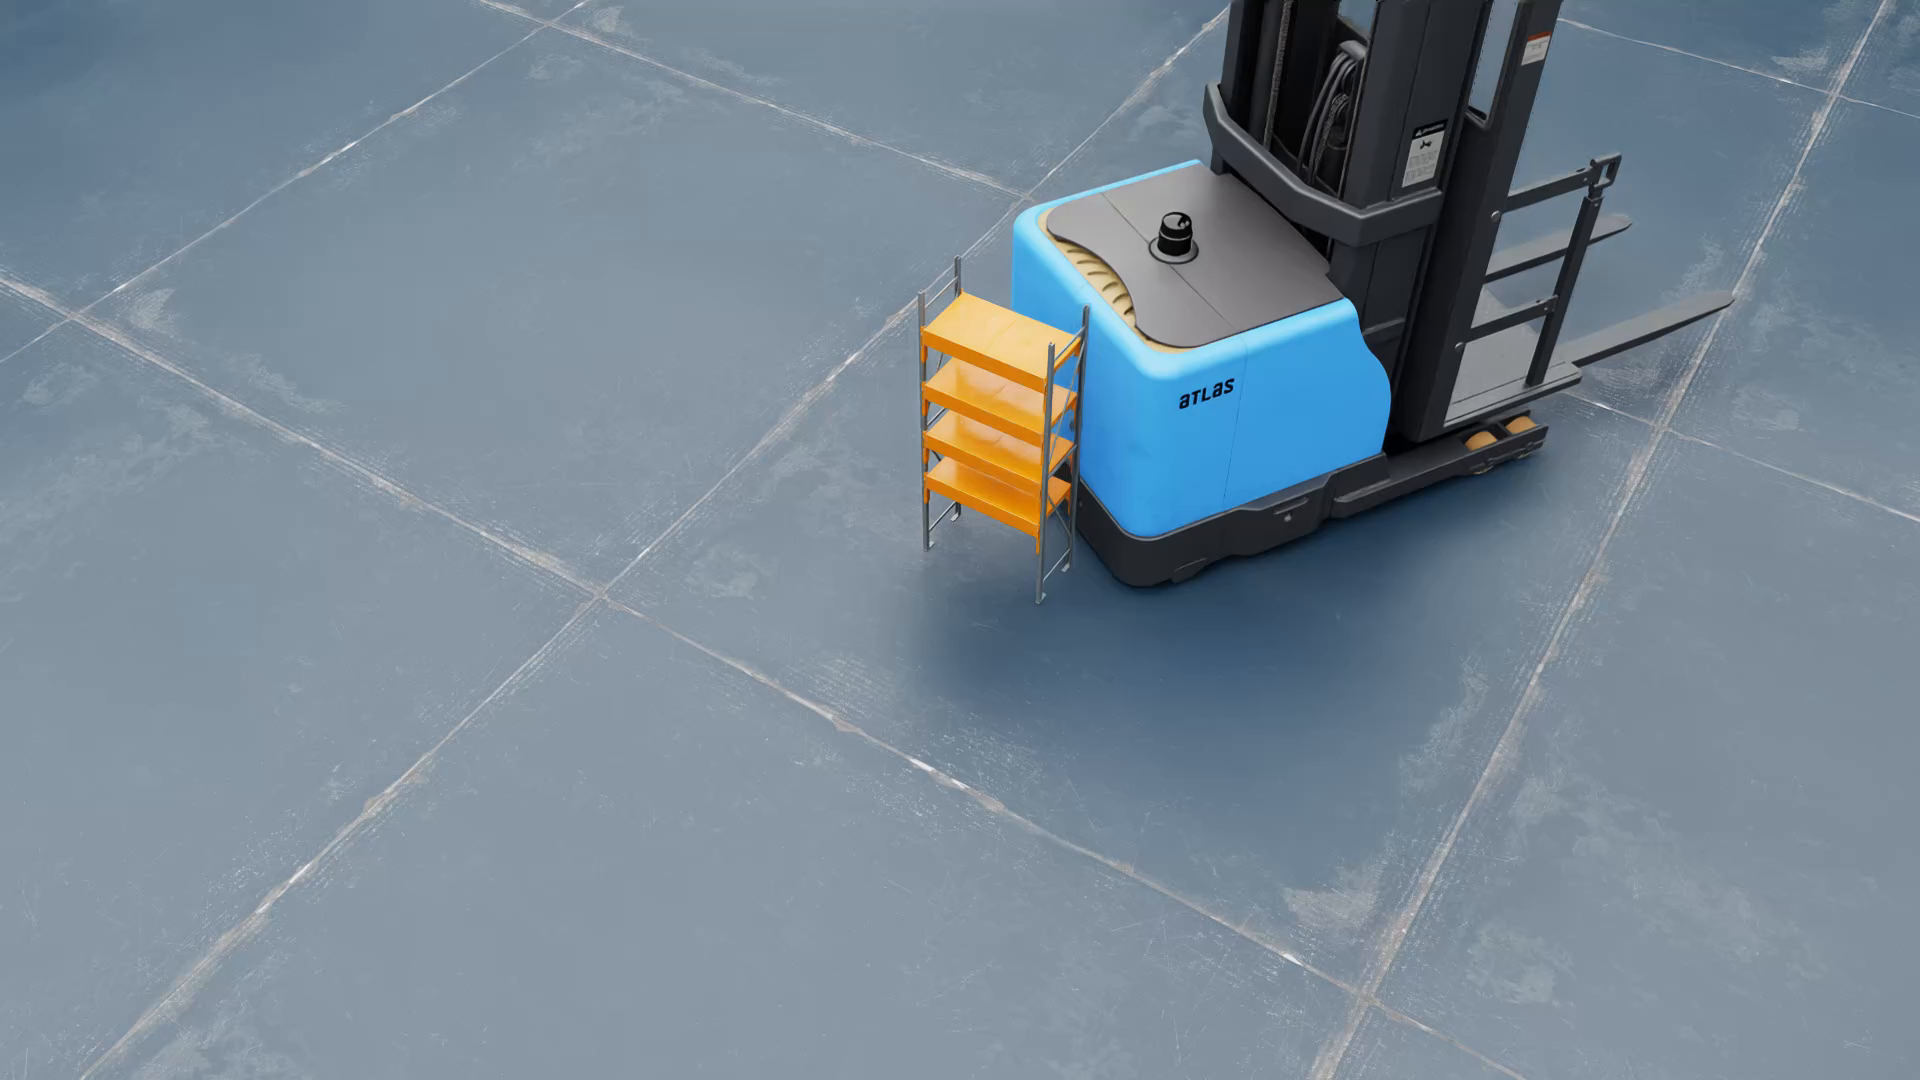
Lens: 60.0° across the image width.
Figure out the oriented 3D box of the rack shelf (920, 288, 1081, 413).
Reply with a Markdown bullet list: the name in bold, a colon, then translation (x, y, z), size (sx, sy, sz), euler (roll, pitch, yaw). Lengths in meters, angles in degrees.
- **rack shelf**: translation (0.139, -0.628, 5.476), size (0.480, 0.148, 0.258), euler (25, 51, 22)

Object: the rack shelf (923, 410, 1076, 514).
- **rack shelf**: translation (0.139, -0.307, 5.806), size (0.480, 0.148, 0.258), euler (25, 51, 22)

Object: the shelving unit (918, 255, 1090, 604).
- **shelving unit**: translation (0.139, -0.354, 5.757), size (0.503, 1.200, 0.258), euler (25, 51, 22)

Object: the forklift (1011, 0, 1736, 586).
- **forklift**: translation (1.727, -1.600, 5.761), size (3.031, 2.935, 1.130), euler (-20, 49, -18)

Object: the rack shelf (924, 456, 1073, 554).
- **rack shelf**: translation (0.139, -0.169, 5.948), size (0.480, 0.148, 0.258), euler (25, 51, 22)

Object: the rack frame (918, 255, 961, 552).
- **rack frame**: translation (-0.066, -0.449, 5.849), size (0.015, 1.200, 0.240), euler (25, 51, 22)

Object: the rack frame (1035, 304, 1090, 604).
- **rack frame**: translation (0.345, -0.260, 5.666), size (0.015, 1.200, 0.240), euler (25, 51, 22)

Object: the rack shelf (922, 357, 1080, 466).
- **rack shelf**: translation (0.139, -0.463, 5.645), size (0.480, 0.148, 0.258), euler (25, 51, 22)
